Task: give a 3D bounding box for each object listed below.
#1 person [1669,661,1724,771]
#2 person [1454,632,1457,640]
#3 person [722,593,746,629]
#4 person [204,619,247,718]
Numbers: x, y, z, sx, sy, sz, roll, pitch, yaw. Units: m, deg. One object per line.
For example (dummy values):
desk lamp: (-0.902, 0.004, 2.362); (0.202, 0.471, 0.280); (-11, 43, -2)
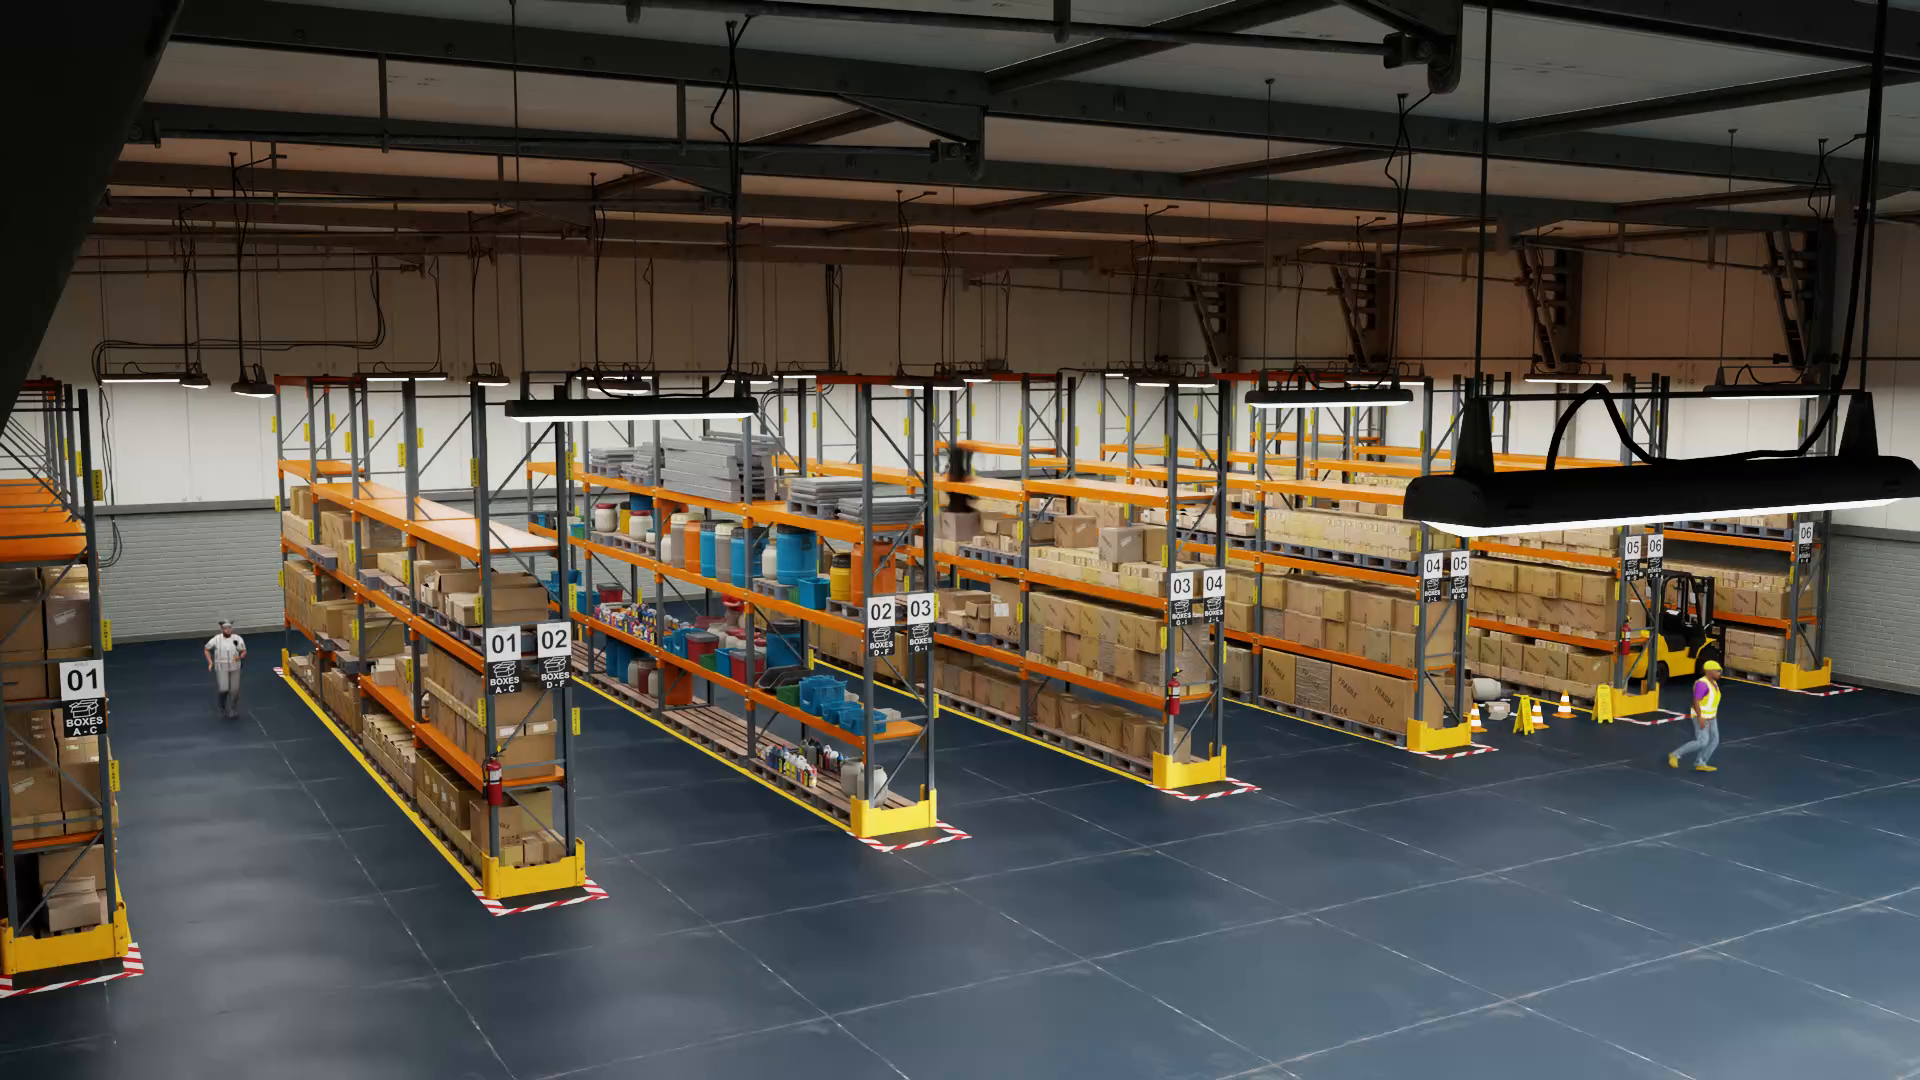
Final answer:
person: (11.283, 2.694, 25.461); (0.833, 1.701, 0.600); (-6, 9, -43)
person: (10.747, 1.552, 36.681); (0.545, 1.566, 0.530); (-6, 8, -41)
person: (-4.744, 1.648, 35.063); (0.629, 1.798, 0.874); (-4, 7, -33)
person: (-12.851, 2.263, 29.178); (0.661, 1.754, 0.645); (-4, 7, -31)
